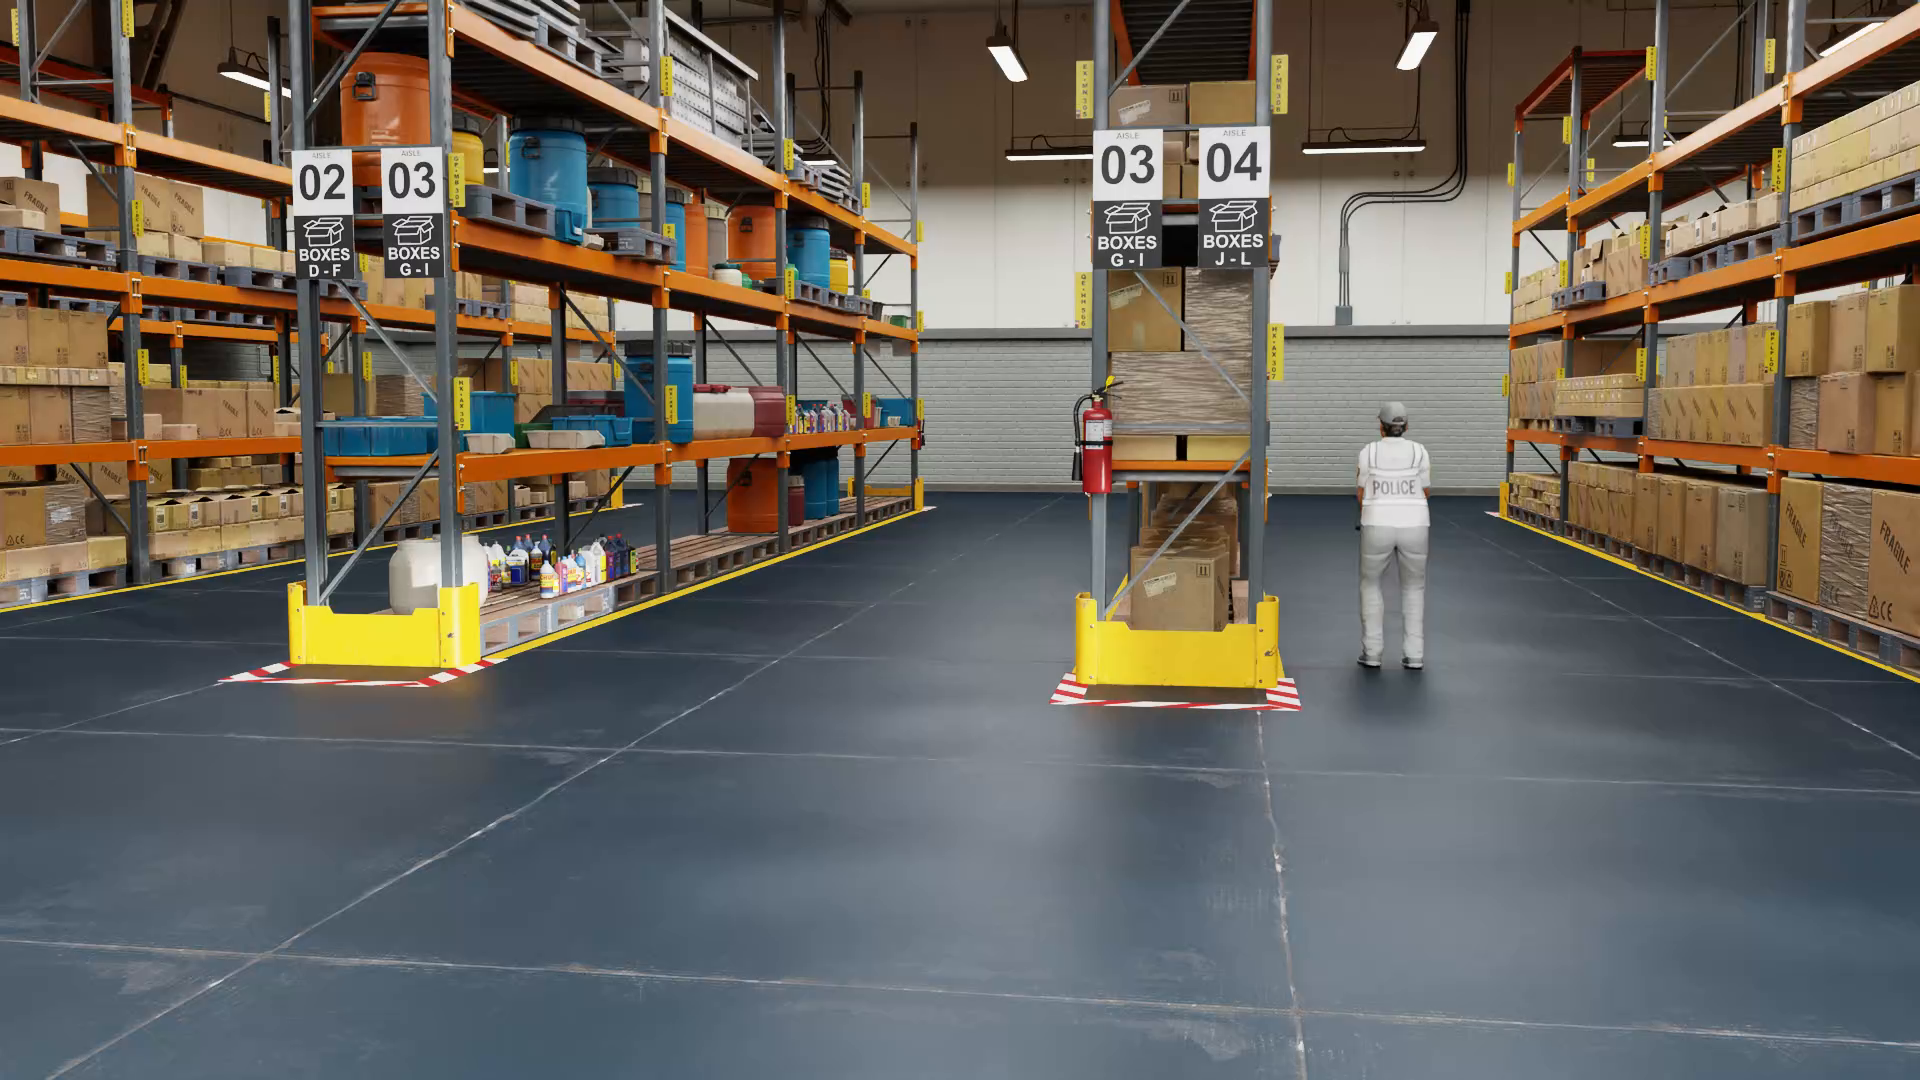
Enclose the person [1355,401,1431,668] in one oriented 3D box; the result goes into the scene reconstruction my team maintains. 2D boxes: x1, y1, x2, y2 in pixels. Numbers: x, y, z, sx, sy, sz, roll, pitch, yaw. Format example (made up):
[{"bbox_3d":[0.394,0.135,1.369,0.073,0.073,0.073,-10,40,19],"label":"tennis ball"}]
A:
[{"bbox_3d":[2.695,-0.036,10.400,0.456,1.658,0.535,1,5,7],"label":"person"}]
